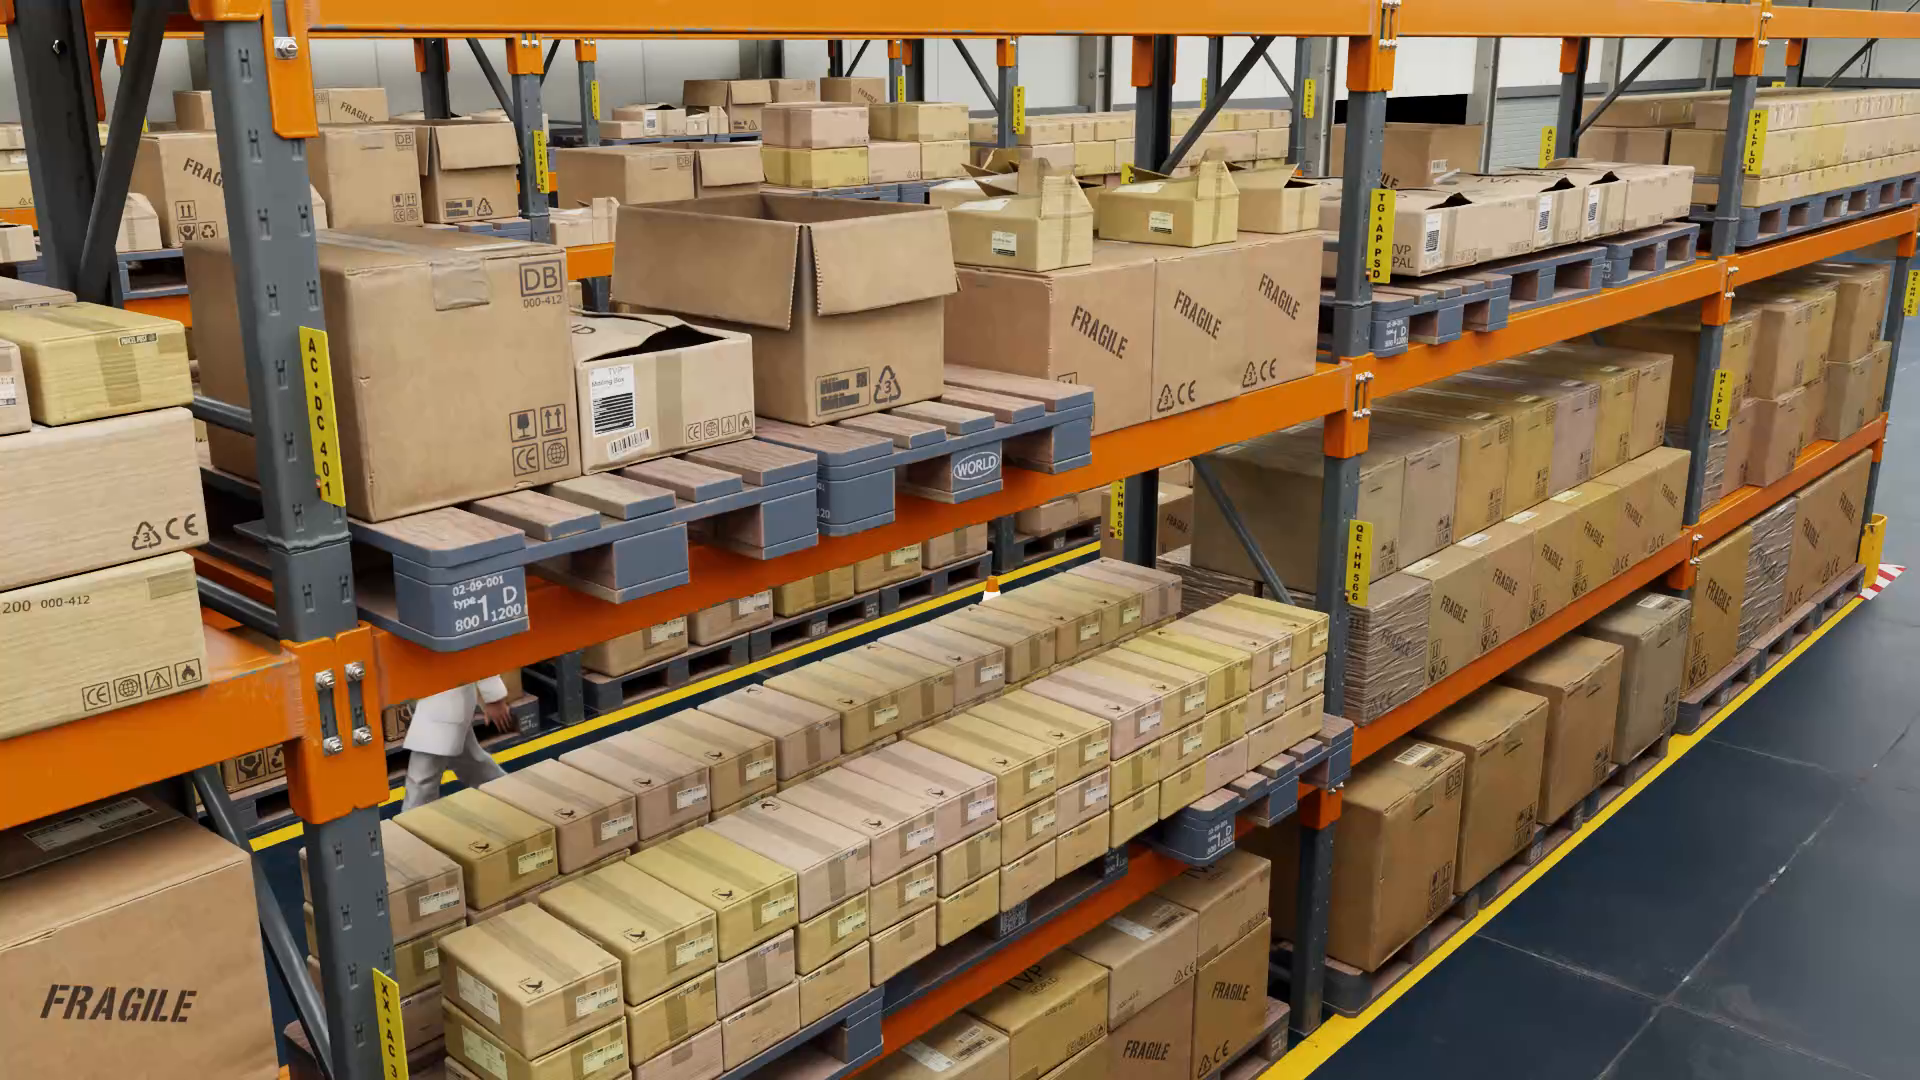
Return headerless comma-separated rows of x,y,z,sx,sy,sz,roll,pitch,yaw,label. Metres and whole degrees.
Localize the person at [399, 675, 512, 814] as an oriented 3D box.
-2.561,0.758,7.996,0.640,1.724,1.068,16,23,42,person
